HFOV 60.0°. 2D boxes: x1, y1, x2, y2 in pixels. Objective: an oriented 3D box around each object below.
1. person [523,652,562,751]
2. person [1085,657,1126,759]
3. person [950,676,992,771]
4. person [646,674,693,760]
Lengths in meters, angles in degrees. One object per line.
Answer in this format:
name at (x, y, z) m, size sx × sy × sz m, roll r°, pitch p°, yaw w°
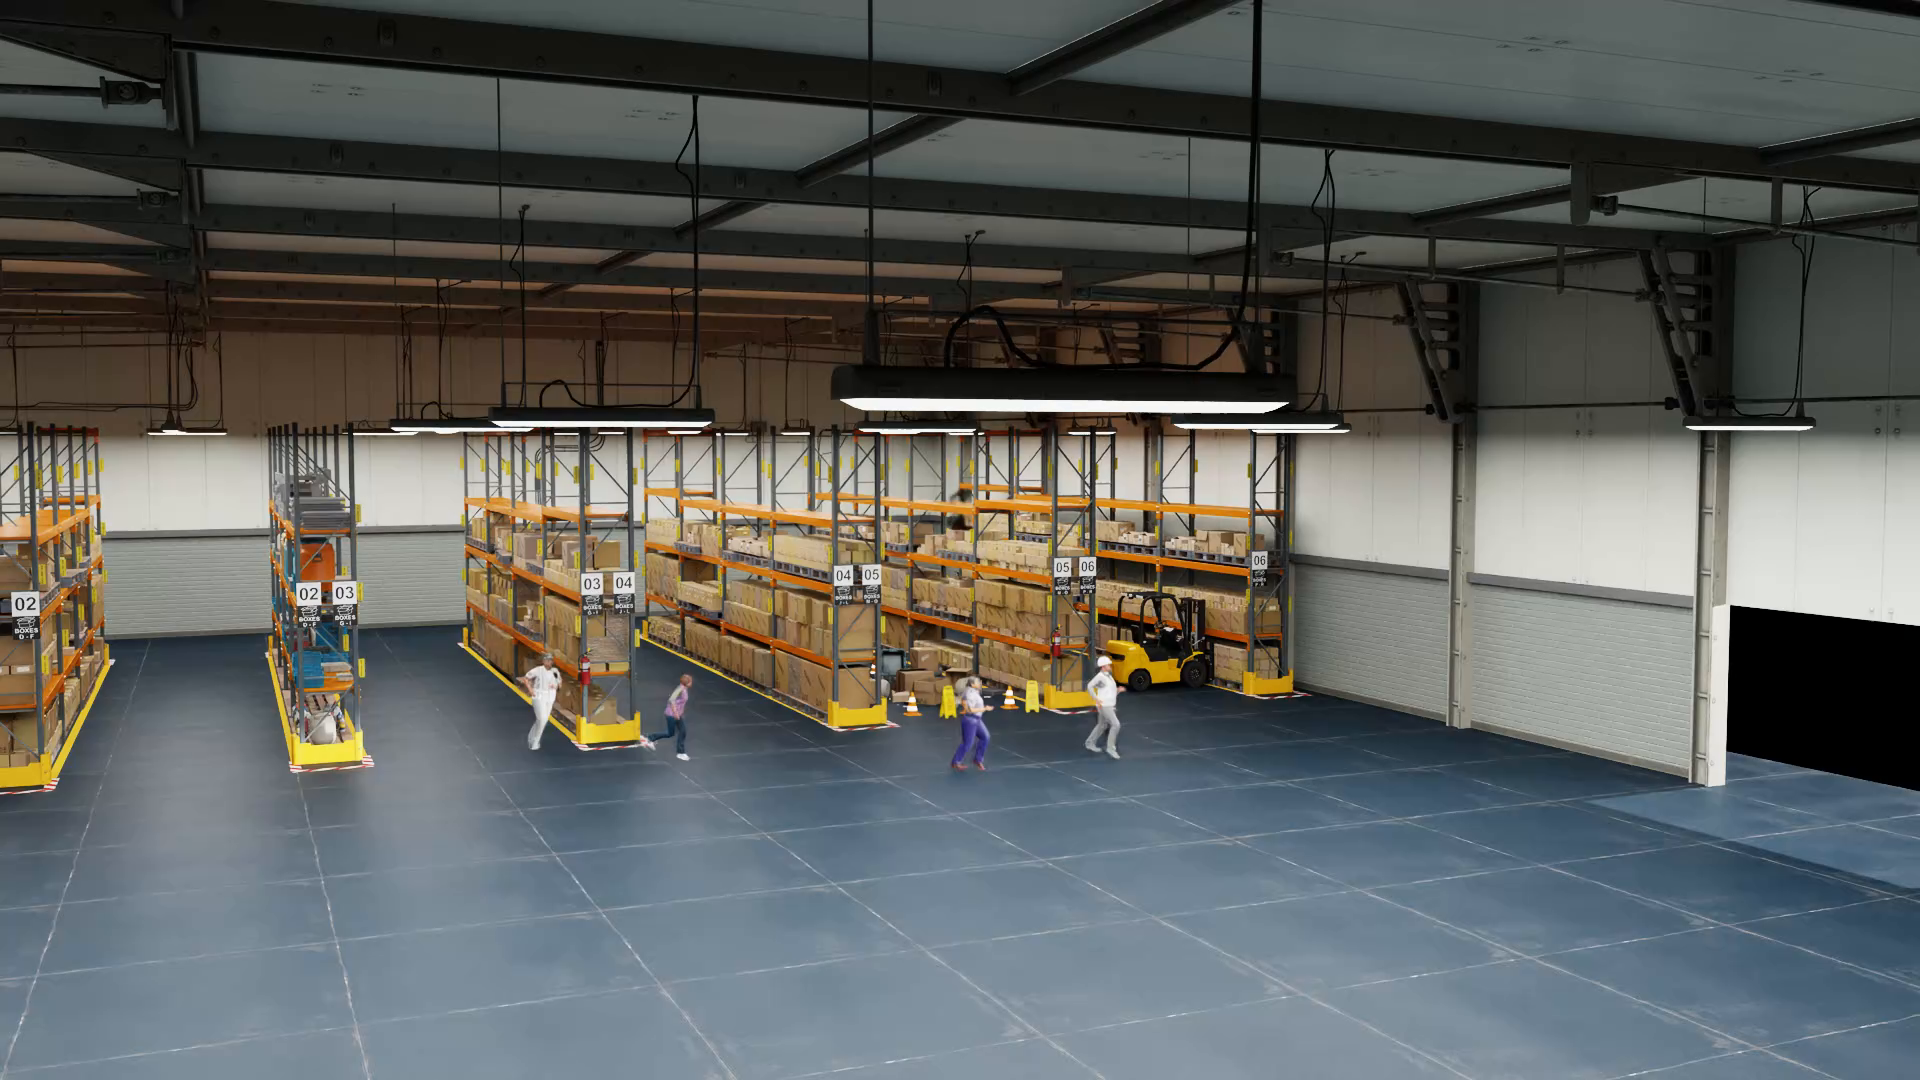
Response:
person at (-7.733, 2.987, 30.846) m, size 0.685 × 1.833 × 0.671 m, roll 3°, pitch 5°, yaw 44°
person at (2.608, 3.012, 29.903) m, size 0.766 × 1.834 × 0.625 m, roll 1°, pitch 4°, yaw 18°
person at (0.219, 3.169, 28.556) m, size 0.759 × 1.687 × 0.554 m, roll 1°, pitch 4°, yaw 12°
person at (-5.196, 3.162, 29.722) m, size 0.862 × 1.548 × 0.548 m, roll 0°, pitch 3°, yaw 2°
